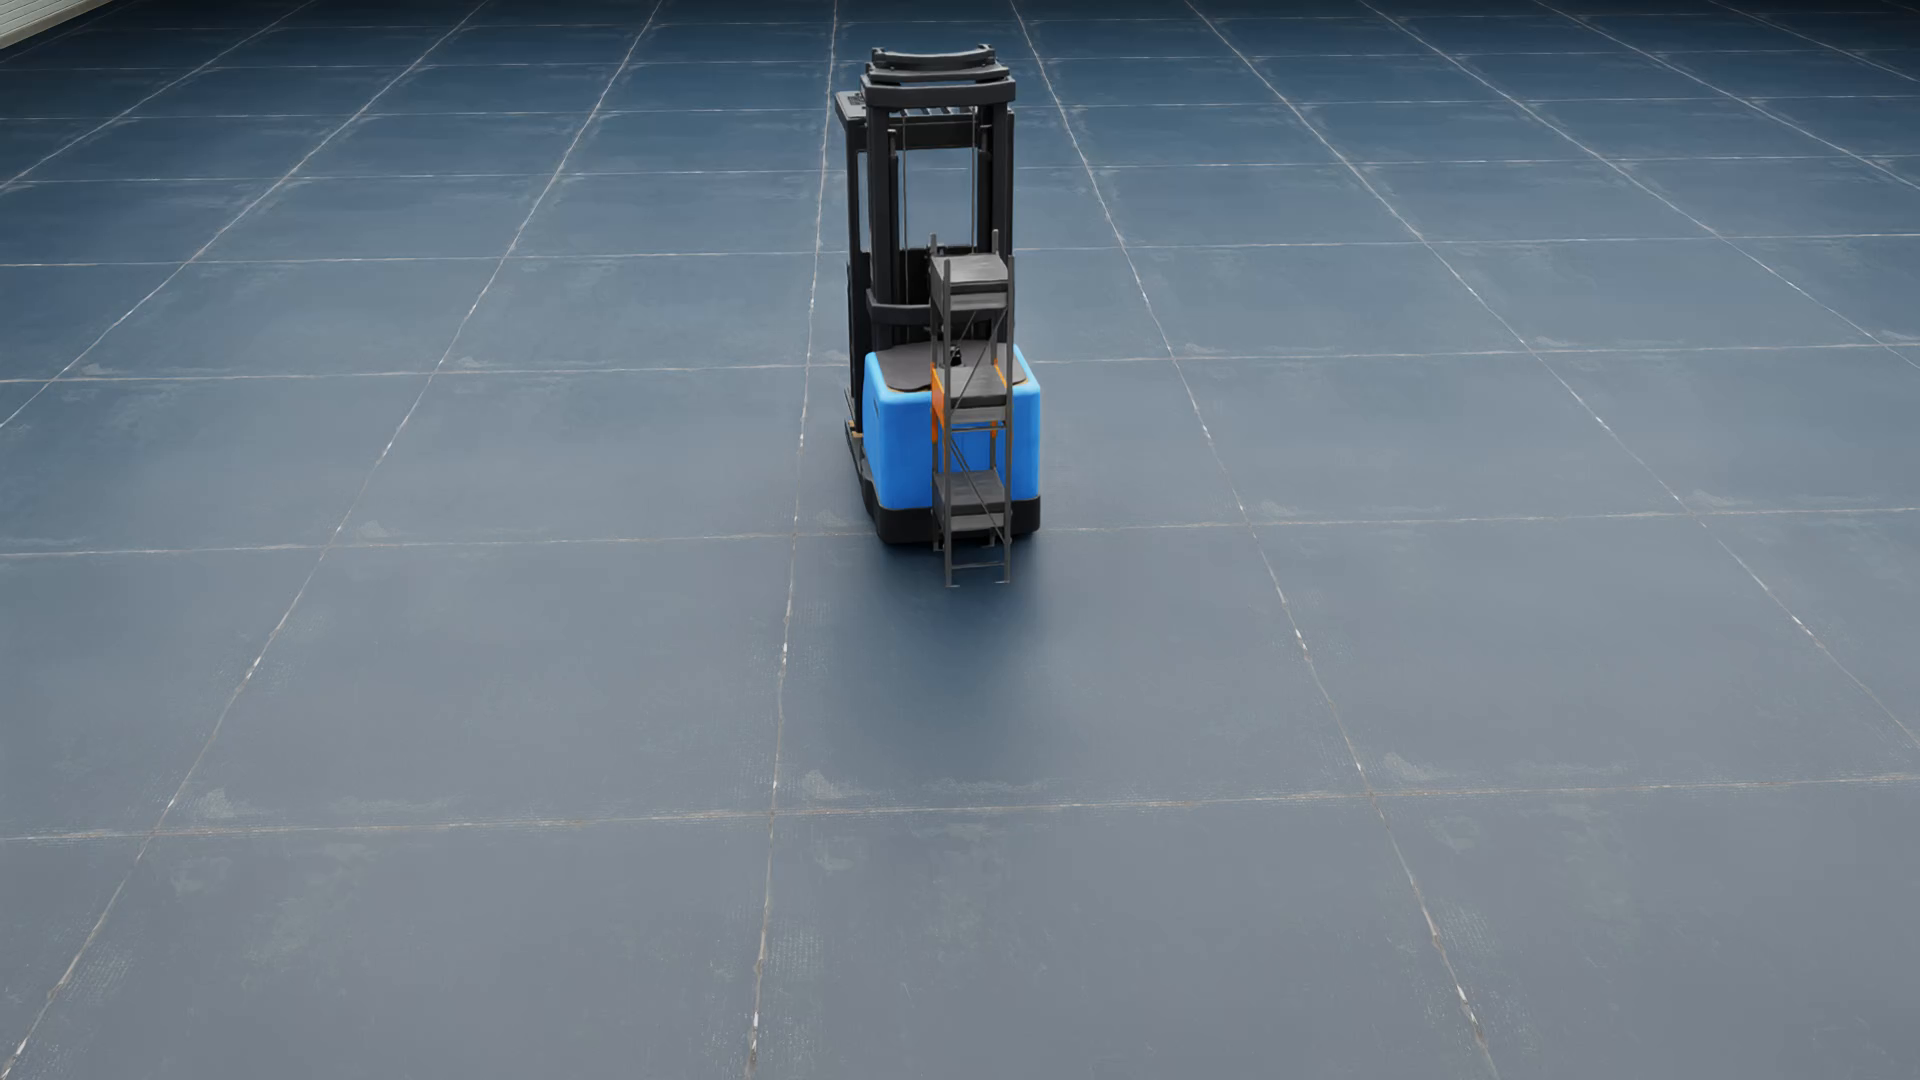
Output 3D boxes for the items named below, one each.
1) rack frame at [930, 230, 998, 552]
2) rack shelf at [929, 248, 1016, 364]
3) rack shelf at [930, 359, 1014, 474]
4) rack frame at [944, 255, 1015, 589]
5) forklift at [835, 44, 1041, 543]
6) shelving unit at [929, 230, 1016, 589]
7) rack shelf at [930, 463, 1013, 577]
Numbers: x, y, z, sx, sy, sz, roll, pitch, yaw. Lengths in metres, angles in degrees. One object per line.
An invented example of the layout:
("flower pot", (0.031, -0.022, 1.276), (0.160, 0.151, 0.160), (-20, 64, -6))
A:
("rack frame", (0.026, -0.871, 10.211), (0.400, 2.100, 0.015), (-5, 28, -9))
("rack shelf", (0.067, -1.368, 9.681), (0.431, 0.518, 0.480), (-5, 28, -9))
("rack shelf", (0.067, -0.747, 10.004), (0.431, 0.518, 0.480), (-5, 28, -9))
("rack frame", (0.108, -0.648, 9.785), (0.400, 2.100, 0.015), (-5, 28, -9))
("forklift", (-0.235, -1.936, 11.355), (1.130, 2.935, 3.031), (-5, 28, -9))
("shelving unit", (0.067, -0.760, 9.998), (0.431, 2.100, 0.503), (-5, 28, -9))
("rack shelf", (0.067, -0.127, 10.328), (0.431, 0.518, 0.480), (-5, 28, -9))
